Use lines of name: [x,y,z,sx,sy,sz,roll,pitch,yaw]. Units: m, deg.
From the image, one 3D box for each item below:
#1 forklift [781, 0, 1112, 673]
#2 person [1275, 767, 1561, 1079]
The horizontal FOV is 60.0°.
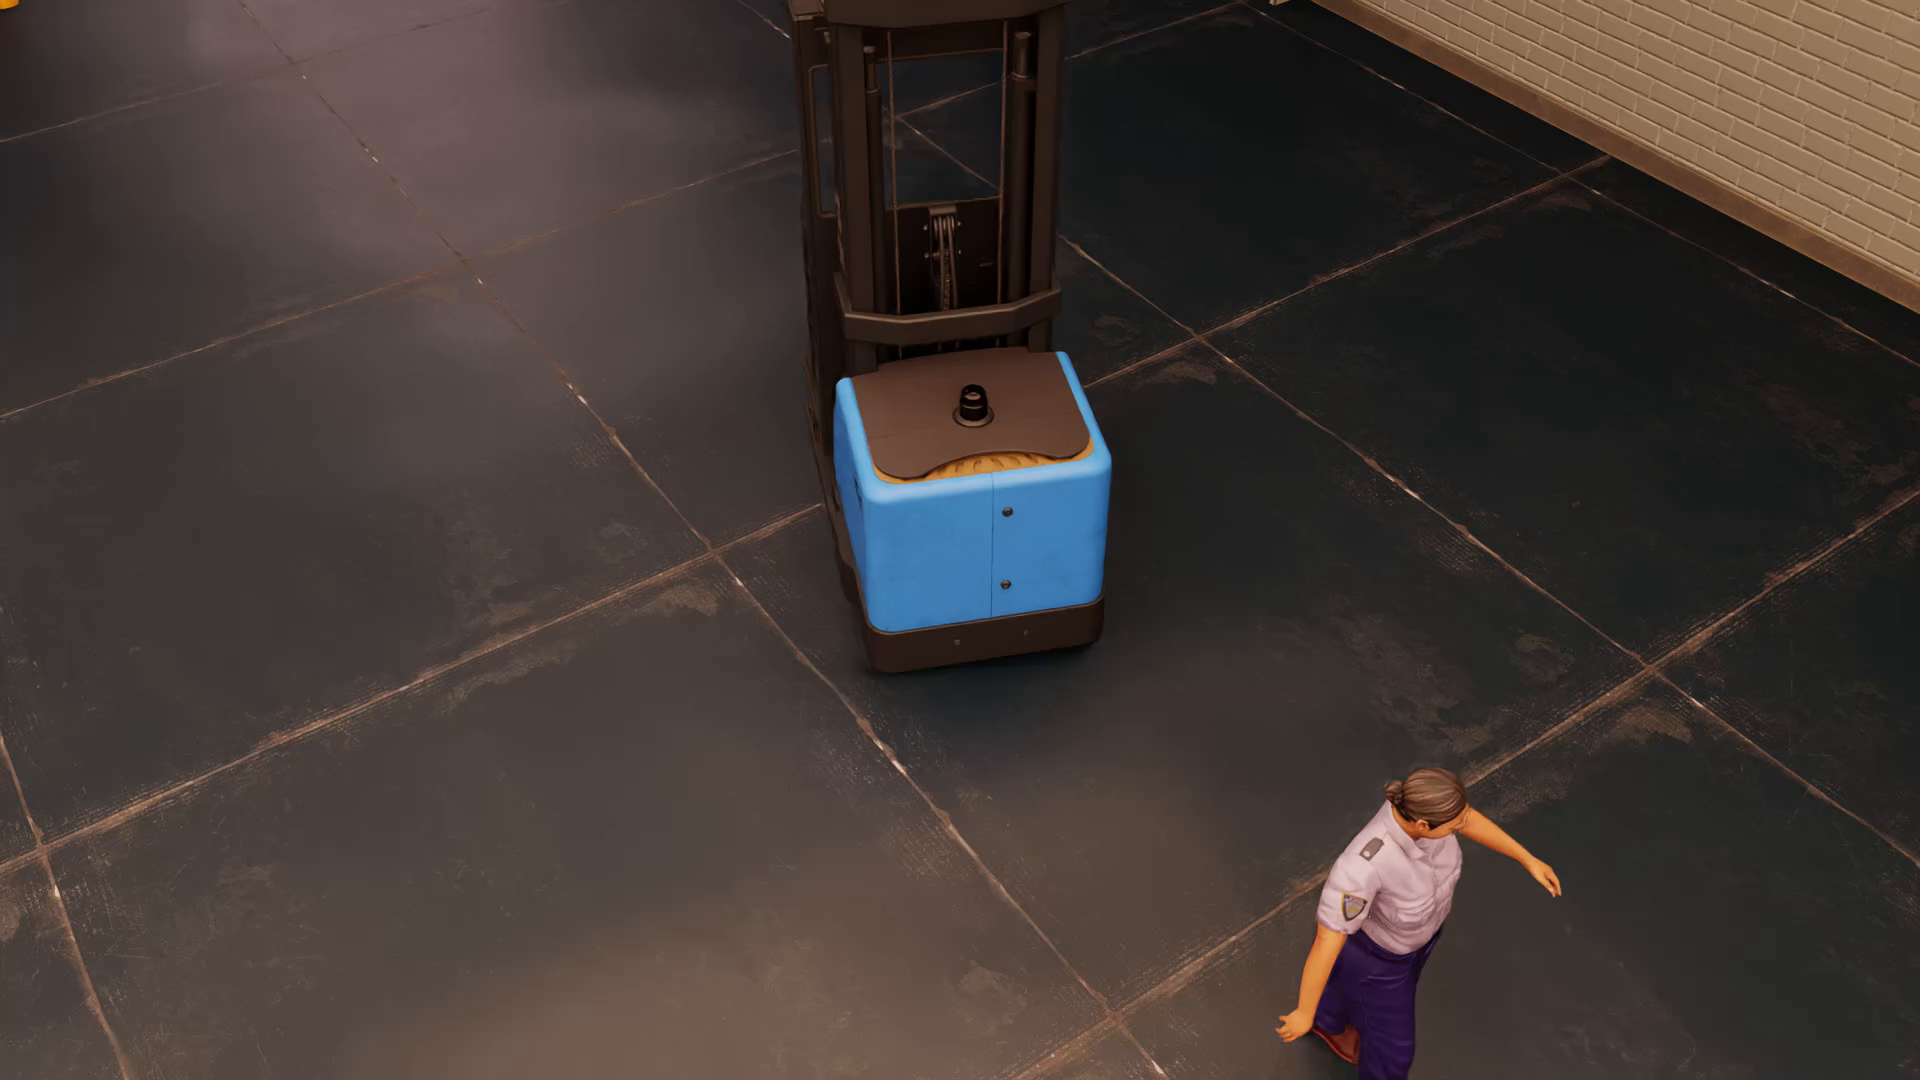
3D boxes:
forklift: [-0.172,-1.516,7.360,1.130,2.935,3.031,-8,43,-9]
person: [1.403,1.343,5.268,0.665,1.642,0.926,31,51,29]
